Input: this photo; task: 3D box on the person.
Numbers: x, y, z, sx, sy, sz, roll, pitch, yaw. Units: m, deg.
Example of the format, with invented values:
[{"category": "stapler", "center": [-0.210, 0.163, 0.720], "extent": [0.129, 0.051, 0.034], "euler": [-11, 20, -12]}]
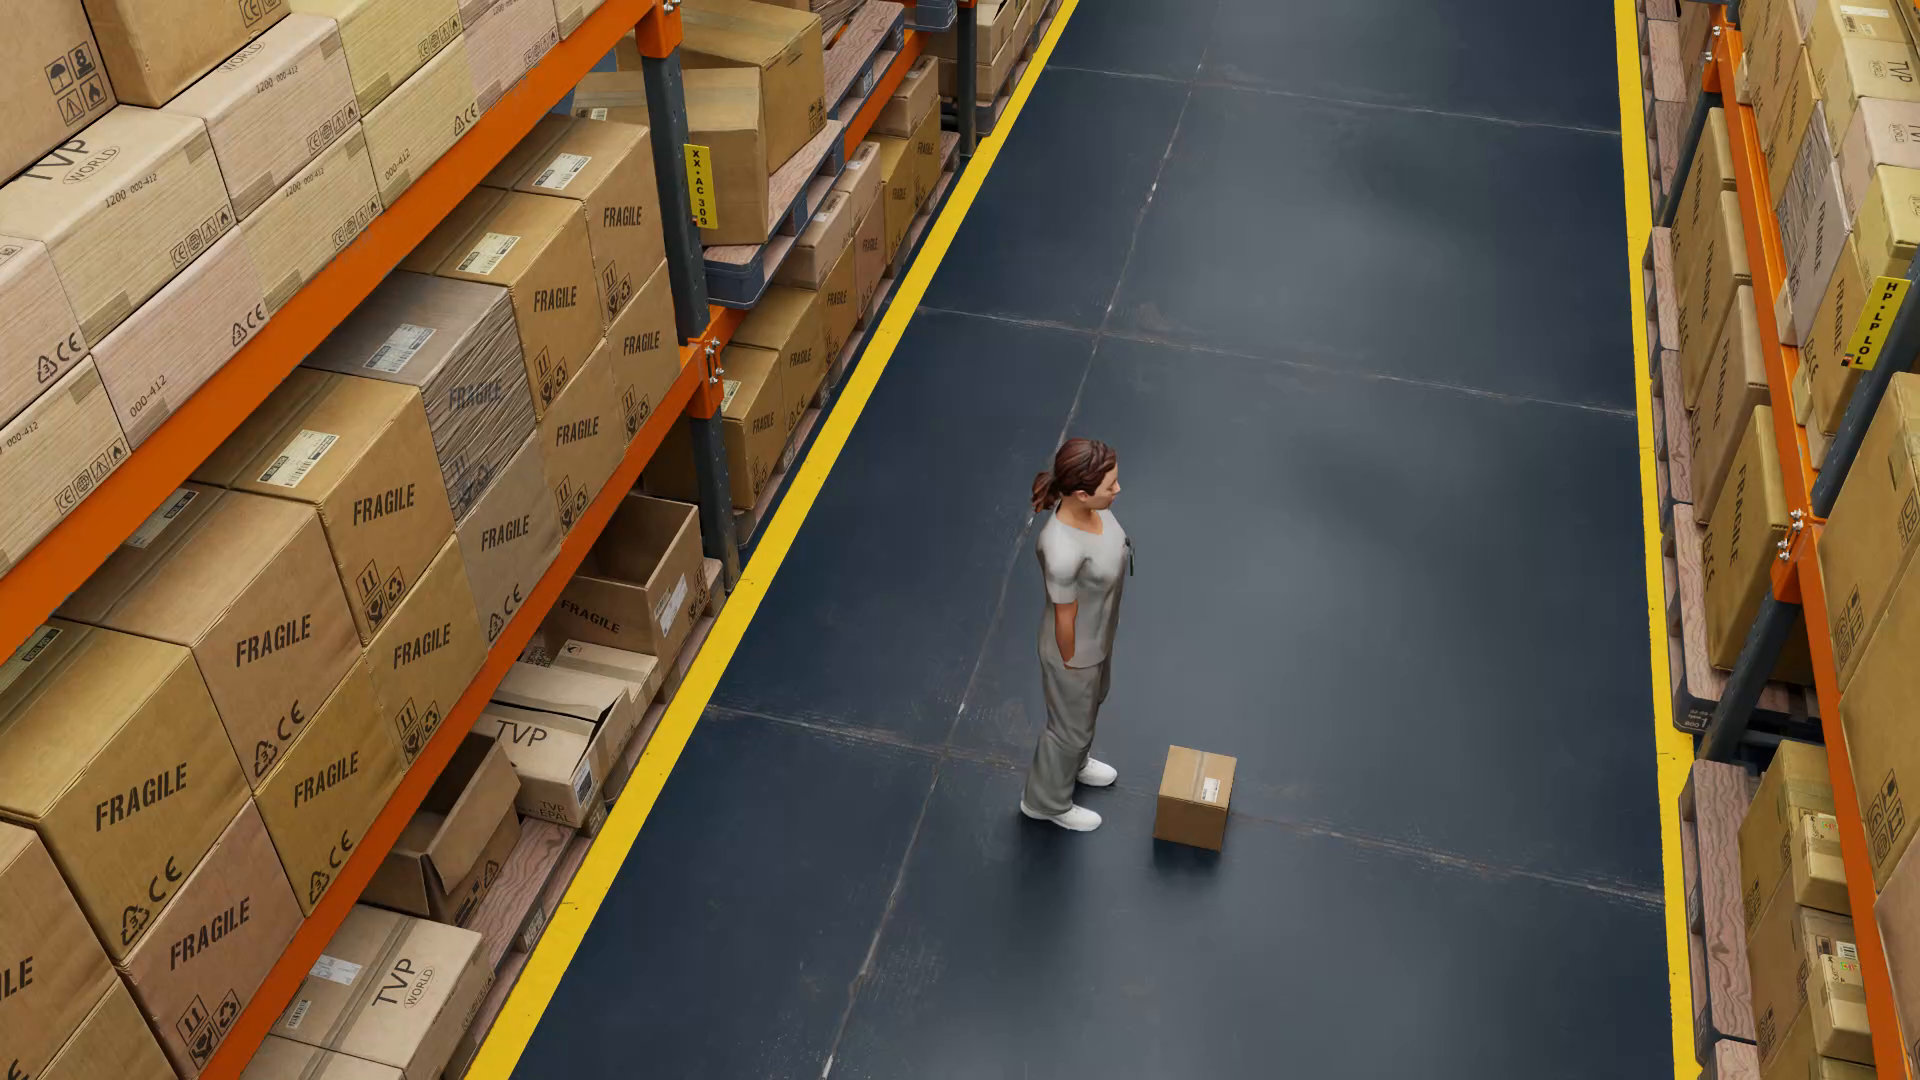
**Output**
[{"category": "person", "center": [0.399, 0.328, 5.797], "extent": [0.363, 1.681, 0.438], "euler": [11, 42, 12]}]
